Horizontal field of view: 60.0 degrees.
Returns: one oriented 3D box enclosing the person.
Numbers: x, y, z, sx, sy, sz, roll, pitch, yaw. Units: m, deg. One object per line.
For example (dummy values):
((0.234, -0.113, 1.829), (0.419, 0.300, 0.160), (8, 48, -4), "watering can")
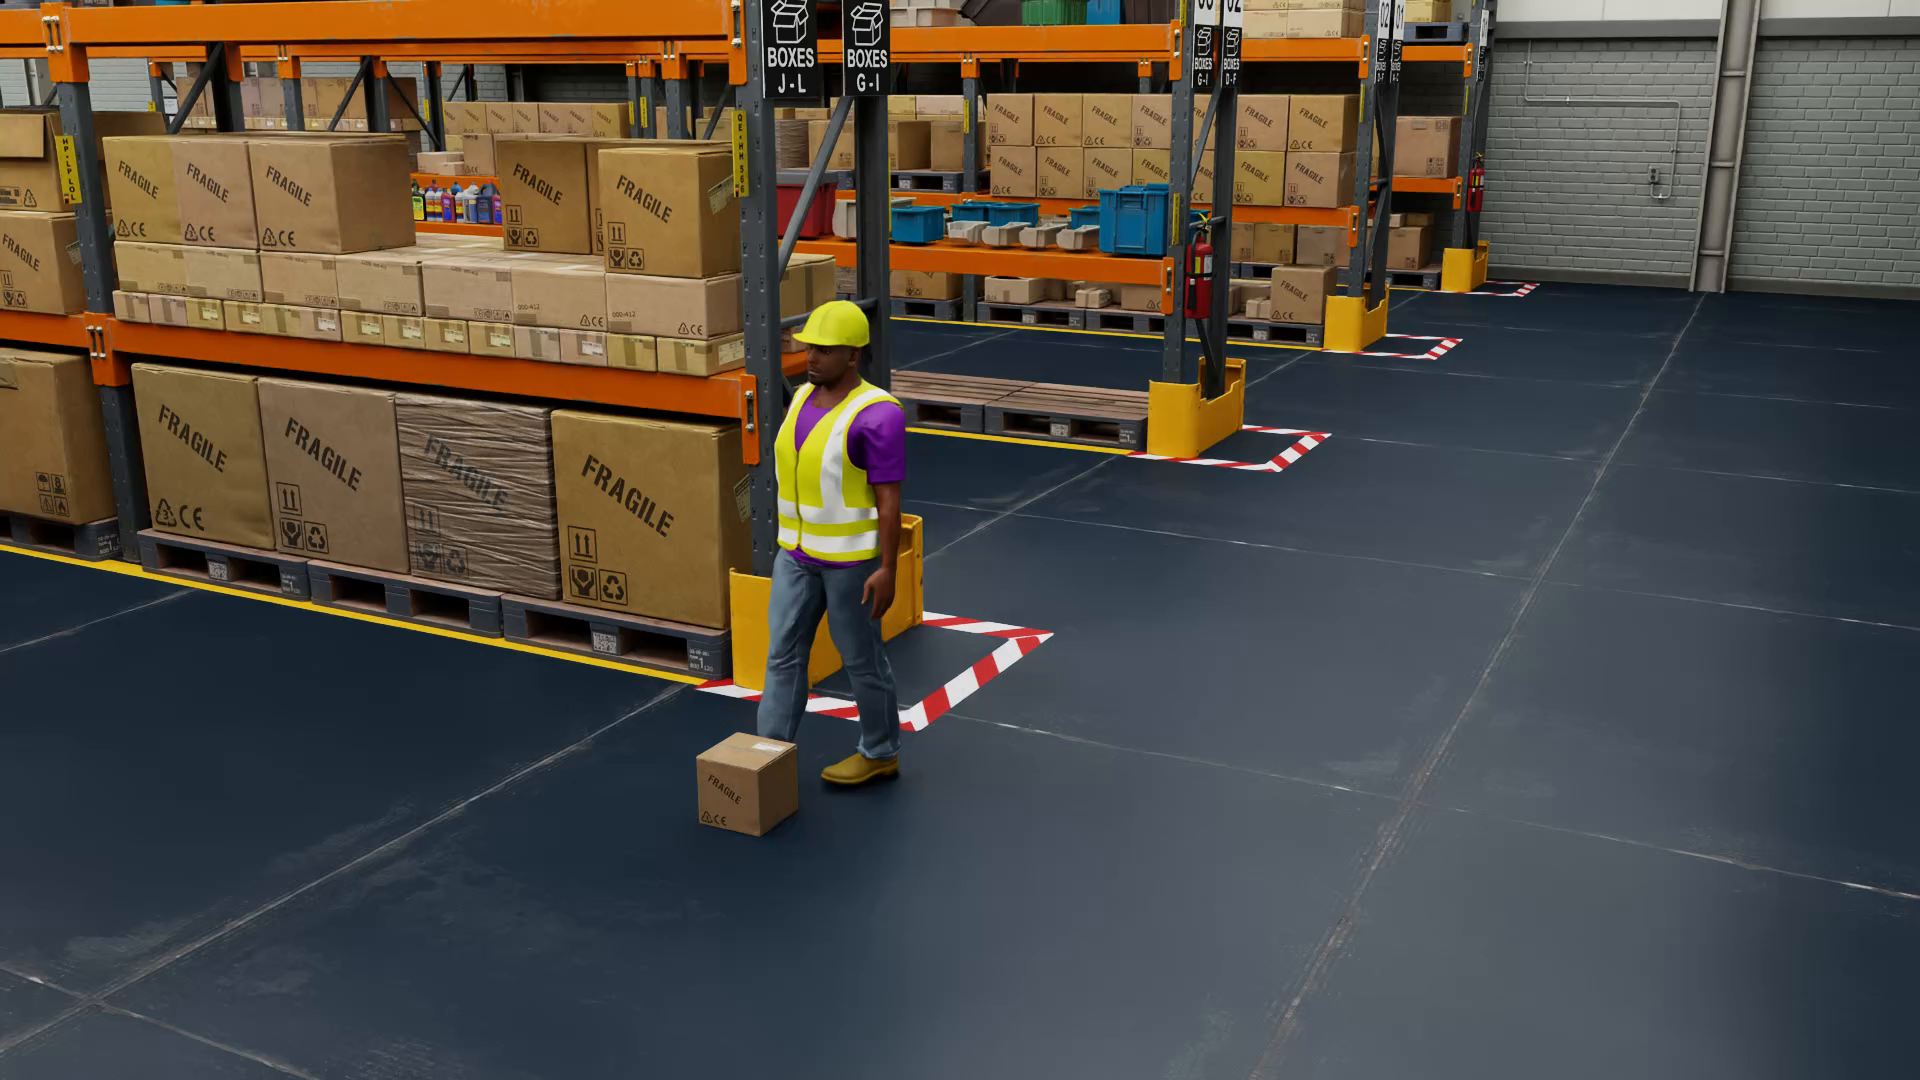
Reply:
((-0.523, 0.067, 5.748), (0.586, 1.752, 0.742), (15, 21, 42), "person")
